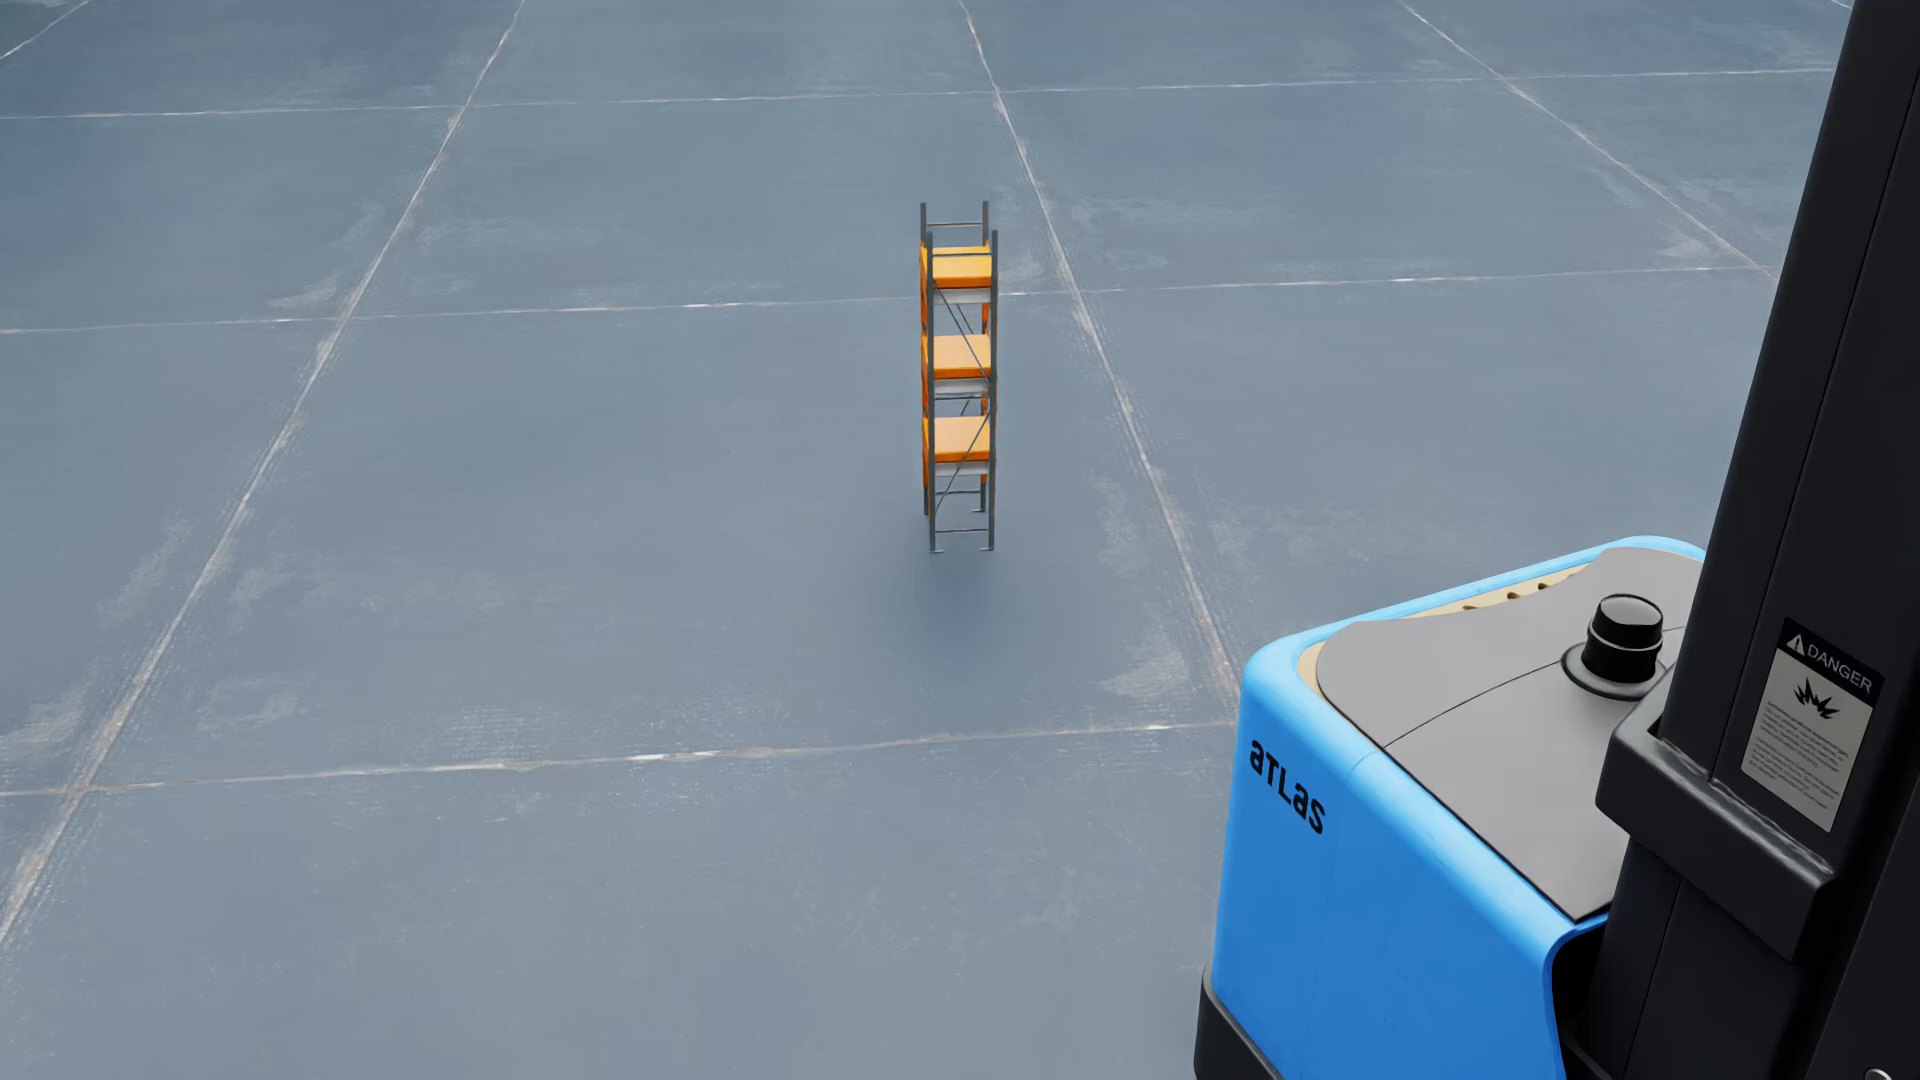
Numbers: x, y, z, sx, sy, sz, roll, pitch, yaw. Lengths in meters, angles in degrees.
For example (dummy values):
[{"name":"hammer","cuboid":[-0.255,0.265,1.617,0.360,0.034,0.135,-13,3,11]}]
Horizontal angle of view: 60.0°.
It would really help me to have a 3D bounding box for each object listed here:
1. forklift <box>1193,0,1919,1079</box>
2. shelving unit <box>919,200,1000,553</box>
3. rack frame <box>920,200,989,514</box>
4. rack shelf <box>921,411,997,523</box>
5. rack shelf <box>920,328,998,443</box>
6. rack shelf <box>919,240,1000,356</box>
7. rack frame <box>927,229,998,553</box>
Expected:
[{"name":"forklift","cuboid":[1.557,0.424,1.683,1.130,2.935,3.031,-14,33,-22]},{"name":"shelving unit","cuboid":[-0.005,-0.478,5.027,0.215,1.050,0.252,-3,31,-5]},{"name":"rack frame","cuboid":[-0.016,-0.540,5.131,0.200,1.050,0.008,-3,31,-5]},{"name":"rack shelf","cuboid":[-0.005,-0.230,5.174,0.215,0.259,0.240,-3,31,-5]},{"name":"rack shelf","cuboid":[-0.005,-0.469,5.032,0.215,0.259,0.240,-3,31,-5]},{"name":"rack shelf","cuboid":[-0.005,-0.713,4.886,0.215,0.259,0.240,-3,31,-5]},{"name":"rack frame","cuboid":[0.006,-0.416,4.922,0.200,1.050,0.008,-3,31,-5]}]
